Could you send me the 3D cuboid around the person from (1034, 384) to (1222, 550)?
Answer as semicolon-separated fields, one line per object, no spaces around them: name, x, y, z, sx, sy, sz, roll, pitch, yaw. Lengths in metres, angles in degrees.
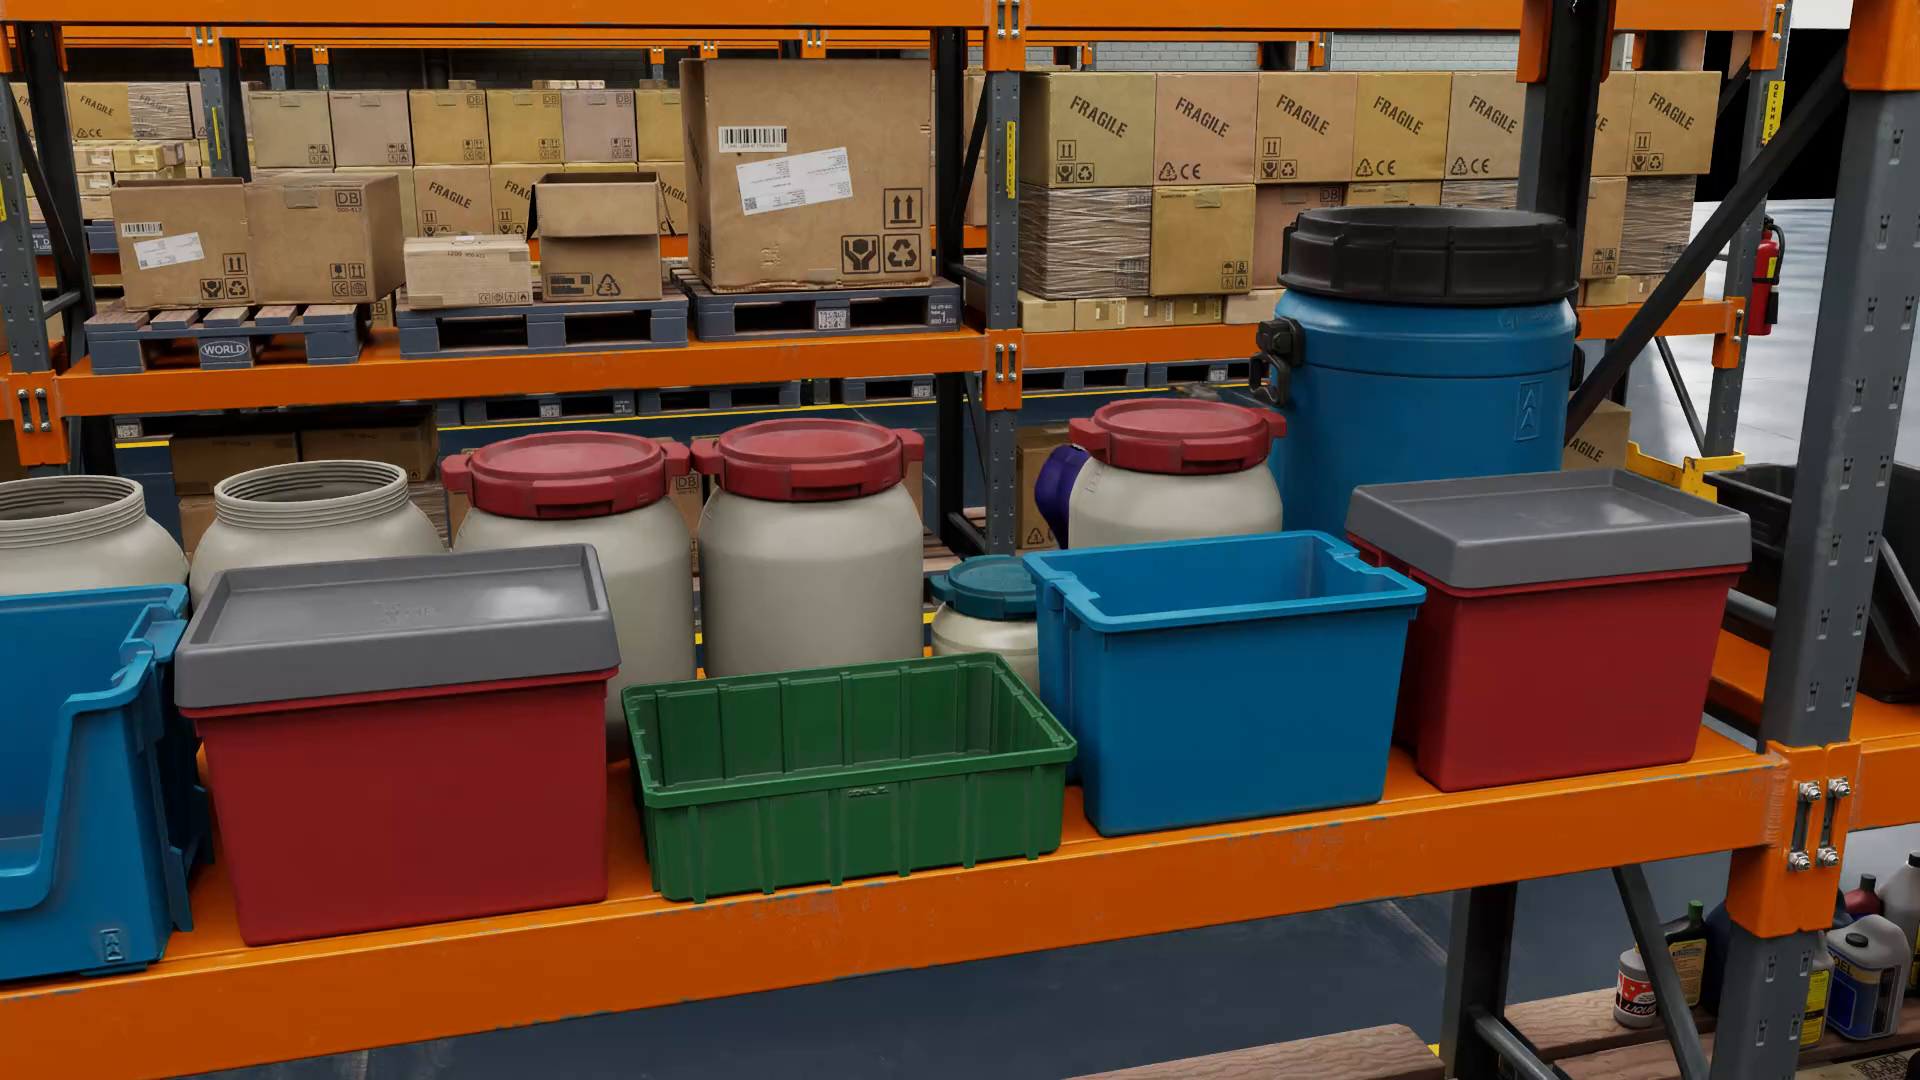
person;0.730;-0.024;6.966;0.874;1.199;0.464;-10;19;-32
